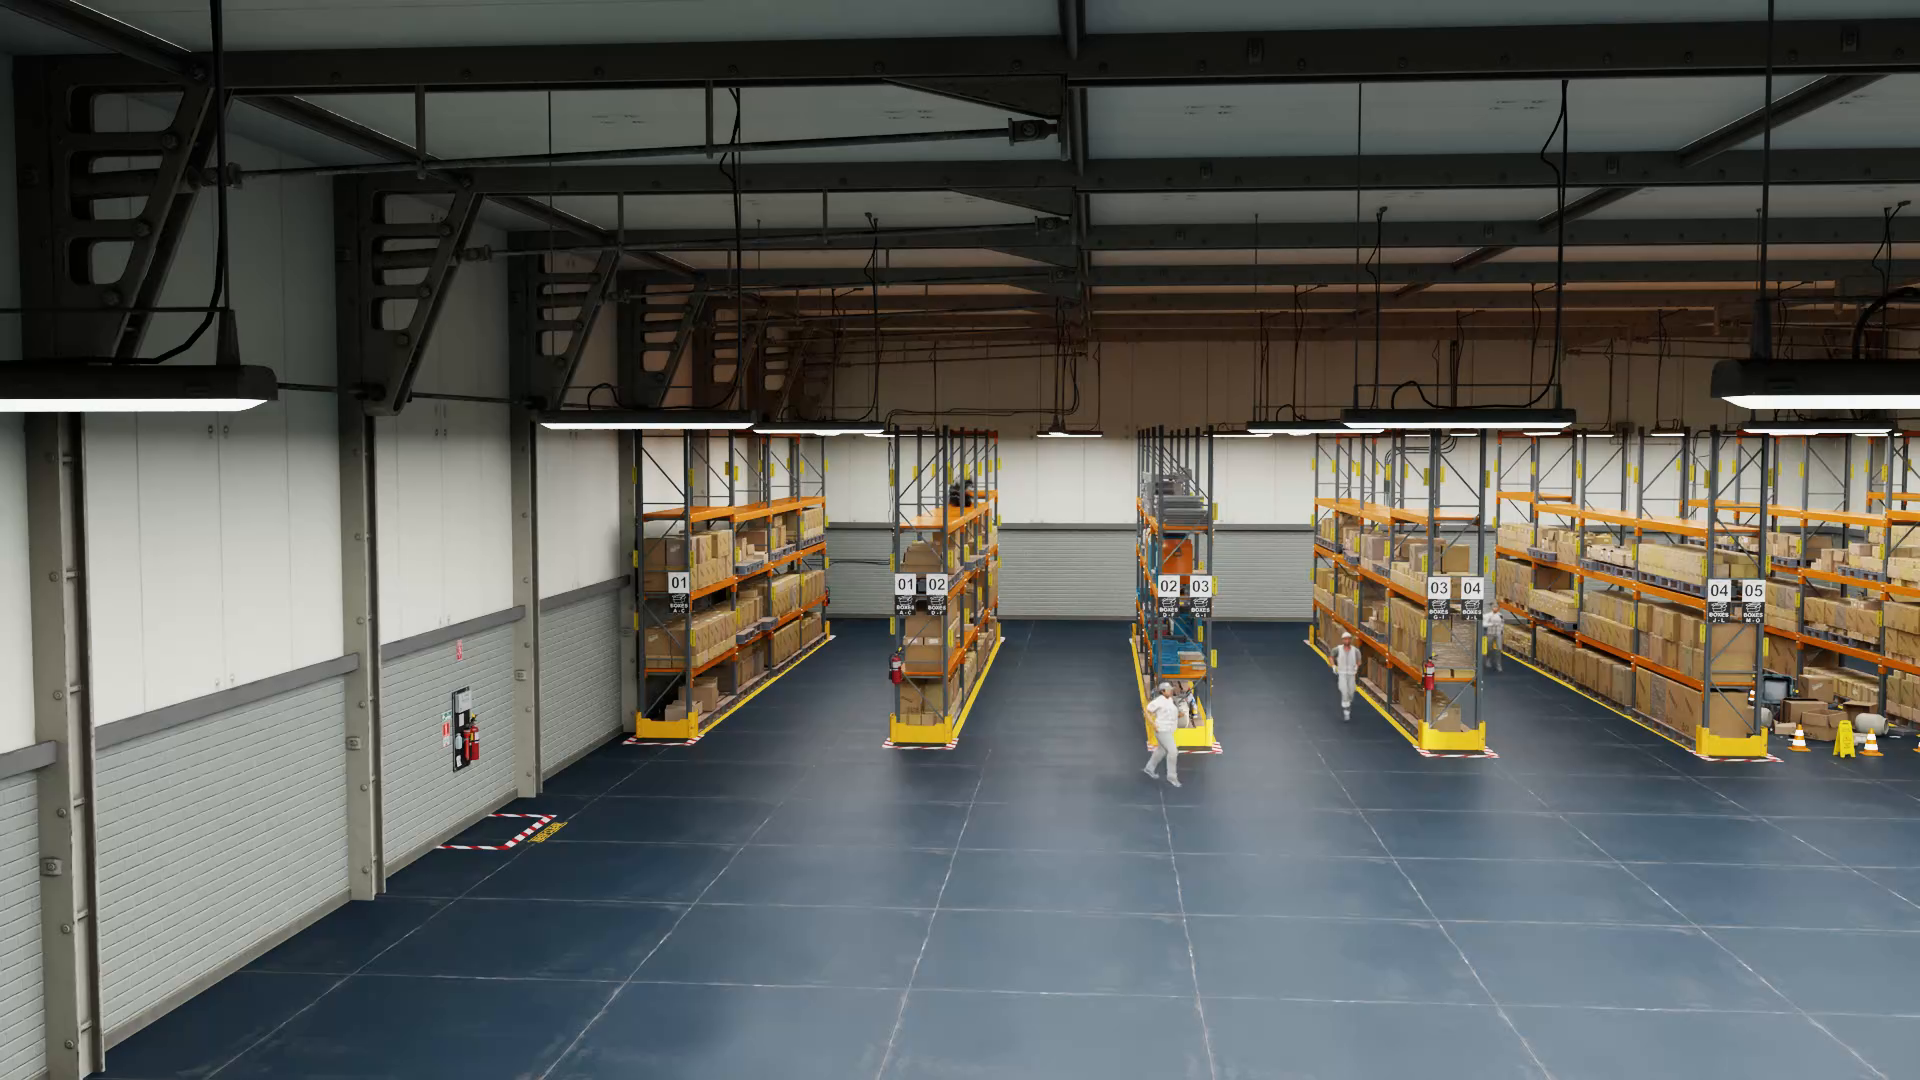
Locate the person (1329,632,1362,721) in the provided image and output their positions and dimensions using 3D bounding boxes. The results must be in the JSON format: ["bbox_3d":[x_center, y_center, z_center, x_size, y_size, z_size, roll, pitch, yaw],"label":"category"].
[{"bbox_3d":[7.933,2.779,34.198,0.663,1.778,0.802,0,3,5],"label":"person"}]

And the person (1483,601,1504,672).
[{"bbox_3d":[13.253,2.368,41.242,0.605,1.708,0.852,0,3,2],"label":"person"}]

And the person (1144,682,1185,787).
[{"bbox_3d":[3.398,3.225,27.707,0.754,1.724,0.582,2,4,29],"label":"person"}]
